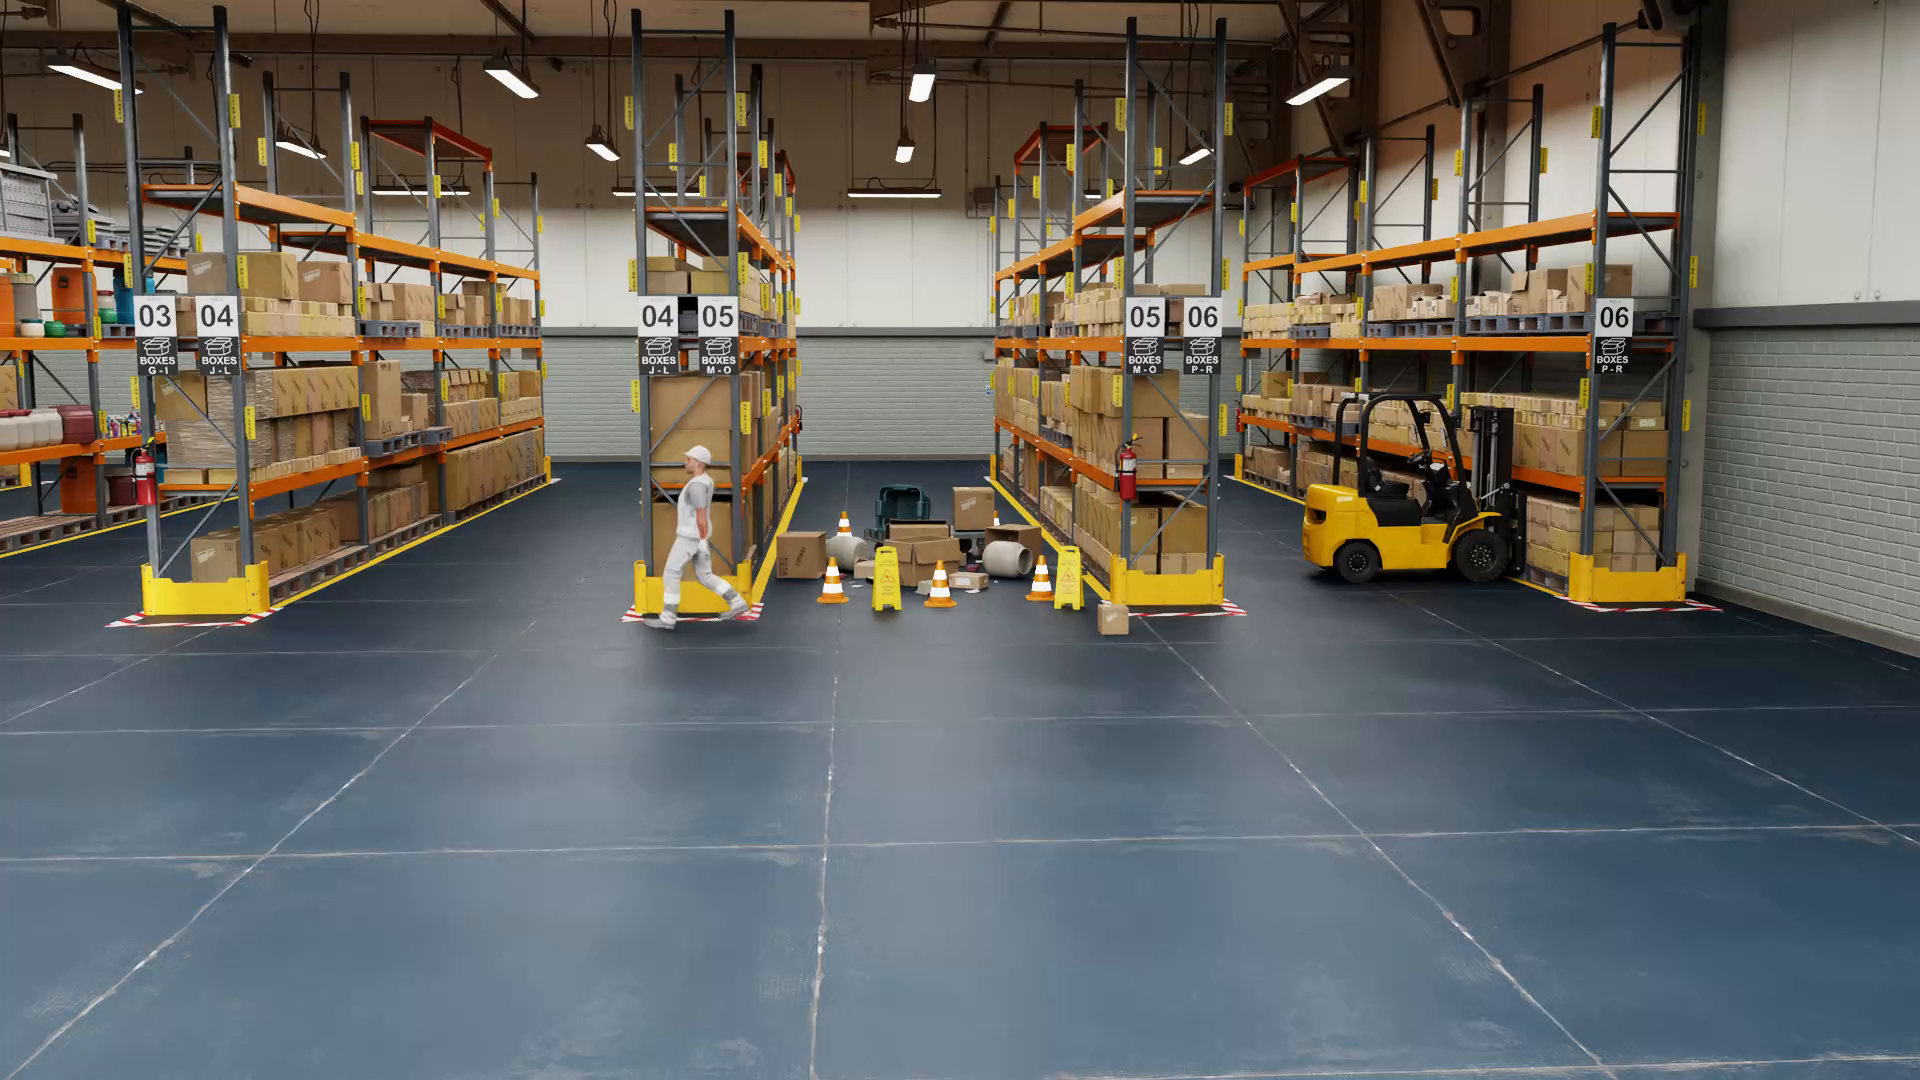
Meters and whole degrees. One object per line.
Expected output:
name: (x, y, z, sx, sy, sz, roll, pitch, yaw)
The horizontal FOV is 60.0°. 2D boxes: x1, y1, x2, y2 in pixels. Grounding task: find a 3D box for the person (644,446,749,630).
person: (-2.520, -0.024, 15.843, 0.987, 1.751, 0.532, 1, 7, 5)
